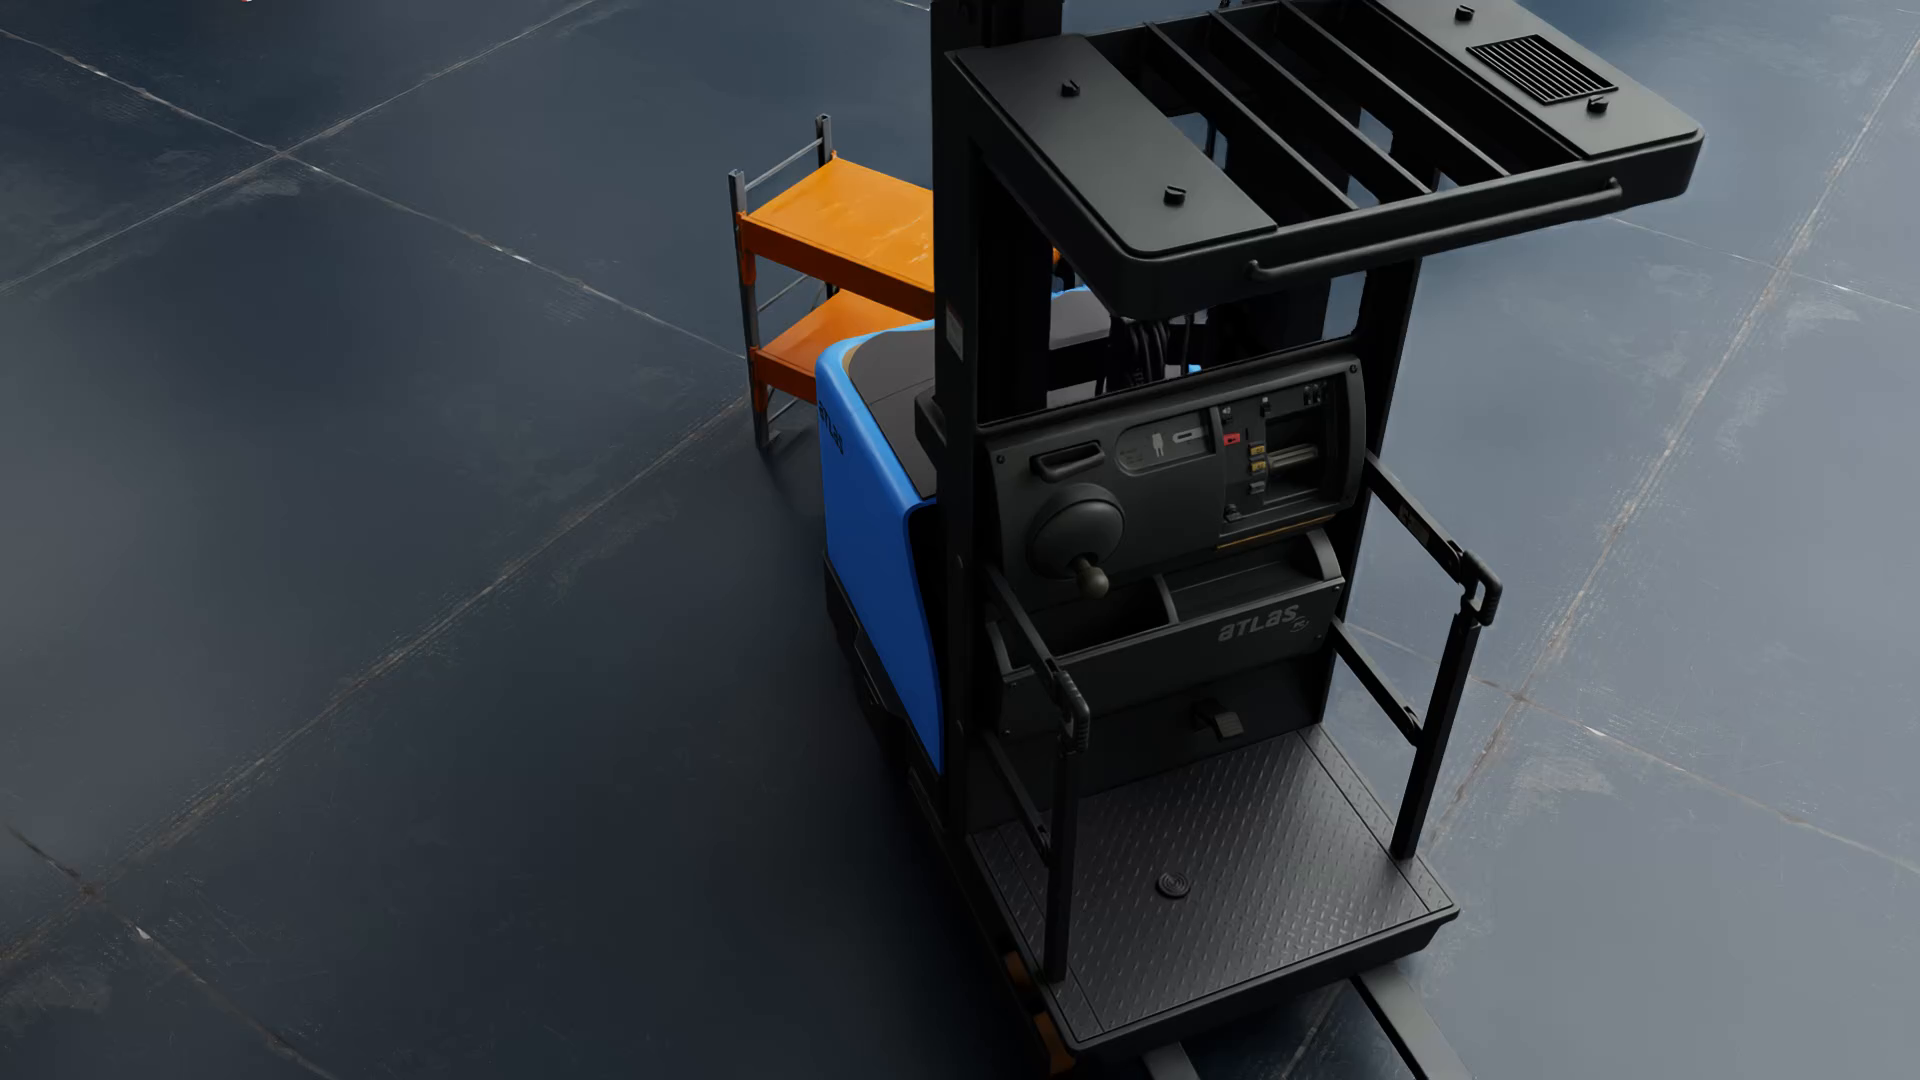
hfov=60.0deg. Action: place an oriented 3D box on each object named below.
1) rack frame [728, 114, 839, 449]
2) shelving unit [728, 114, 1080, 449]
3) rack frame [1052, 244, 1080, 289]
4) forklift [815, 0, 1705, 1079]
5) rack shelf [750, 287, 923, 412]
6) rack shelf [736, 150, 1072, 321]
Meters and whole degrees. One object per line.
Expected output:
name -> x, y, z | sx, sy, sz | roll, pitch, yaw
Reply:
rack frame -> -0.597, -0.898, 5.906 | 0.032, 1.125, 0.500 | 25, 47, 25
shelving unit -> -0.180, -0.704, 5.691 | 1.048, 1.125, 0.538 | 25, 47, 25
rack frame -> 0.238, -0.511, 5.475 | 0.032, 1.125, 0.500 | 25, 47, 25
forklift -> 0.587, -0.060, 3.616 | 1.130, 2.935, 3.031 | -15, 44, -16
rack shelf -> -0.180, -0.522, 5.854 | 1.000, 0.278, 0.538 | 25, 47, 25
rack shelf -> -0.180, -0.923, 5.496 | 1.000, 0.278, 0.538 | 25, 47, 25
